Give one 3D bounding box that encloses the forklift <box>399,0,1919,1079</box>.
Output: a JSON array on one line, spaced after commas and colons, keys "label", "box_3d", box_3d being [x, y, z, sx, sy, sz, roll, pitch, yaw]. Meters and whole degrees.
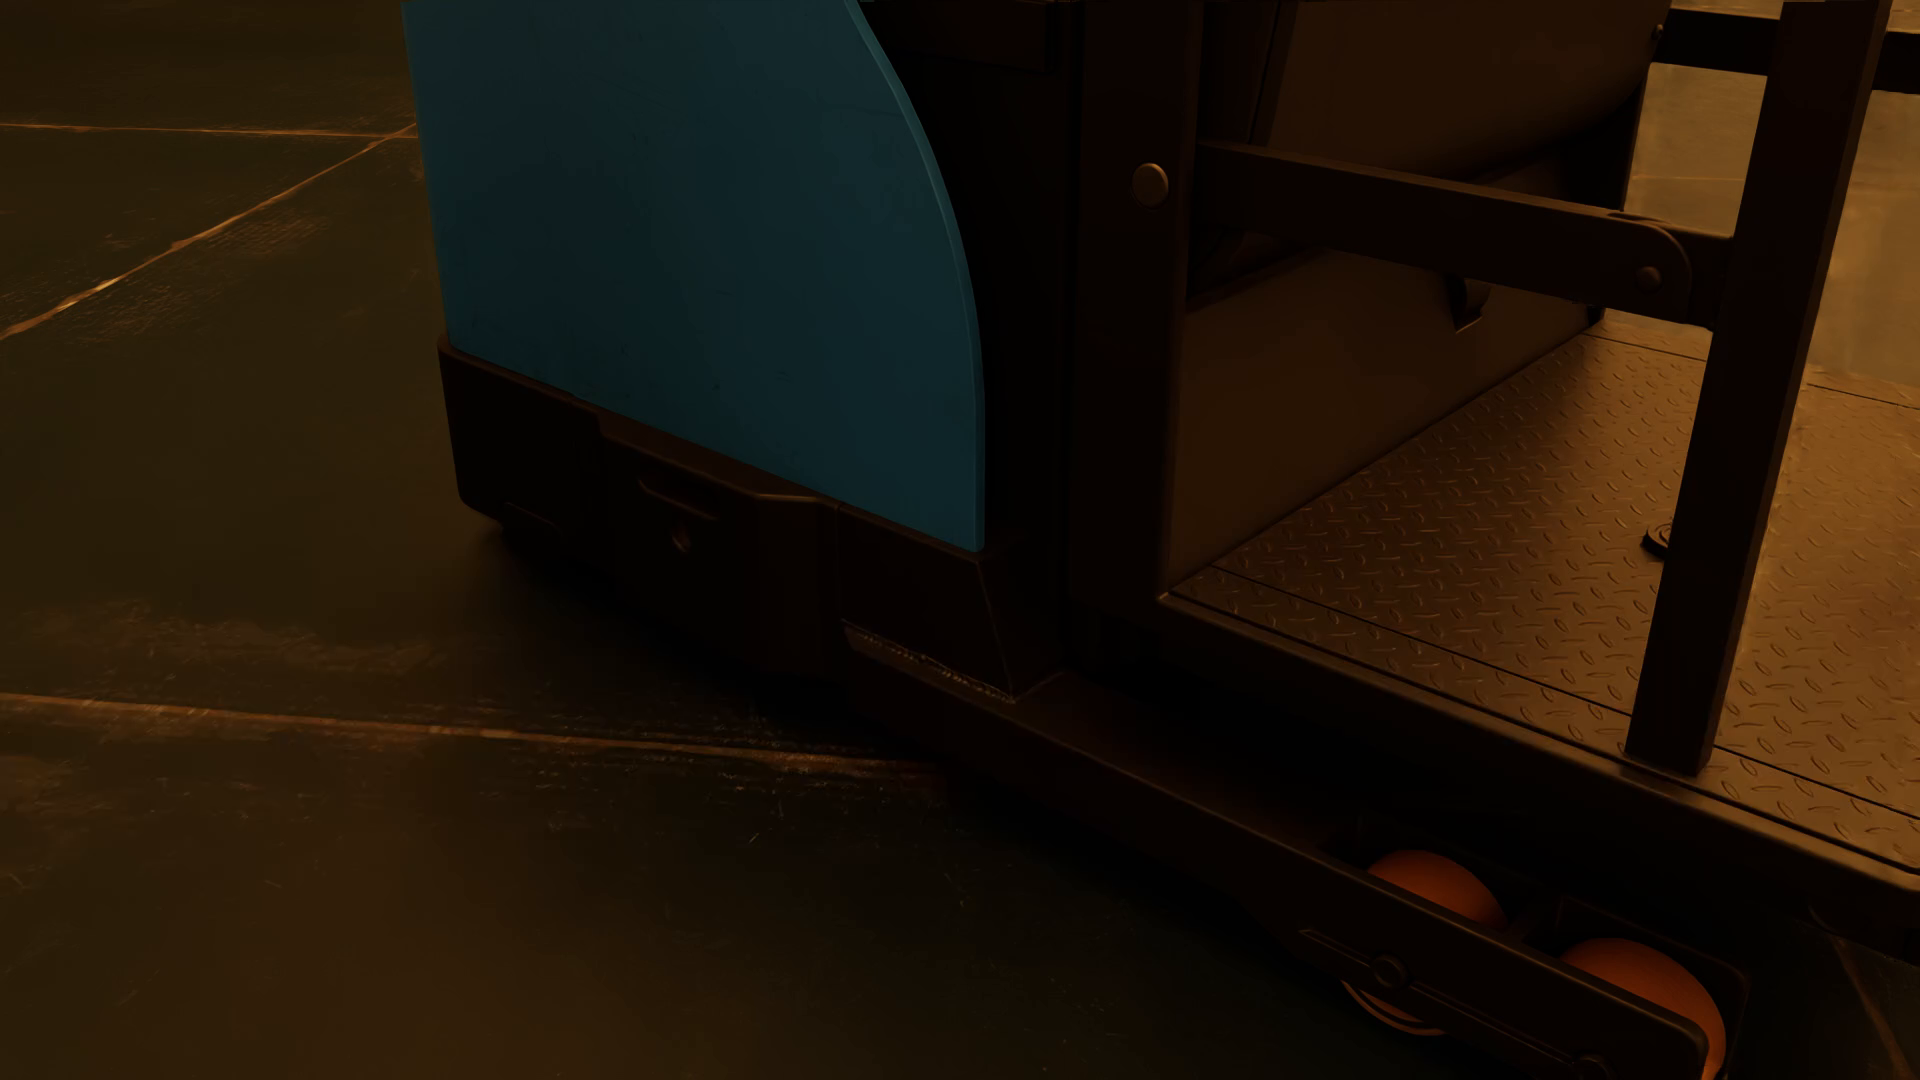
[{"label": "forklift", "box_3d": [0.693, -1.057, 1.336, 3.031, 2.935, 1.130, 21, 33, 36]}]
